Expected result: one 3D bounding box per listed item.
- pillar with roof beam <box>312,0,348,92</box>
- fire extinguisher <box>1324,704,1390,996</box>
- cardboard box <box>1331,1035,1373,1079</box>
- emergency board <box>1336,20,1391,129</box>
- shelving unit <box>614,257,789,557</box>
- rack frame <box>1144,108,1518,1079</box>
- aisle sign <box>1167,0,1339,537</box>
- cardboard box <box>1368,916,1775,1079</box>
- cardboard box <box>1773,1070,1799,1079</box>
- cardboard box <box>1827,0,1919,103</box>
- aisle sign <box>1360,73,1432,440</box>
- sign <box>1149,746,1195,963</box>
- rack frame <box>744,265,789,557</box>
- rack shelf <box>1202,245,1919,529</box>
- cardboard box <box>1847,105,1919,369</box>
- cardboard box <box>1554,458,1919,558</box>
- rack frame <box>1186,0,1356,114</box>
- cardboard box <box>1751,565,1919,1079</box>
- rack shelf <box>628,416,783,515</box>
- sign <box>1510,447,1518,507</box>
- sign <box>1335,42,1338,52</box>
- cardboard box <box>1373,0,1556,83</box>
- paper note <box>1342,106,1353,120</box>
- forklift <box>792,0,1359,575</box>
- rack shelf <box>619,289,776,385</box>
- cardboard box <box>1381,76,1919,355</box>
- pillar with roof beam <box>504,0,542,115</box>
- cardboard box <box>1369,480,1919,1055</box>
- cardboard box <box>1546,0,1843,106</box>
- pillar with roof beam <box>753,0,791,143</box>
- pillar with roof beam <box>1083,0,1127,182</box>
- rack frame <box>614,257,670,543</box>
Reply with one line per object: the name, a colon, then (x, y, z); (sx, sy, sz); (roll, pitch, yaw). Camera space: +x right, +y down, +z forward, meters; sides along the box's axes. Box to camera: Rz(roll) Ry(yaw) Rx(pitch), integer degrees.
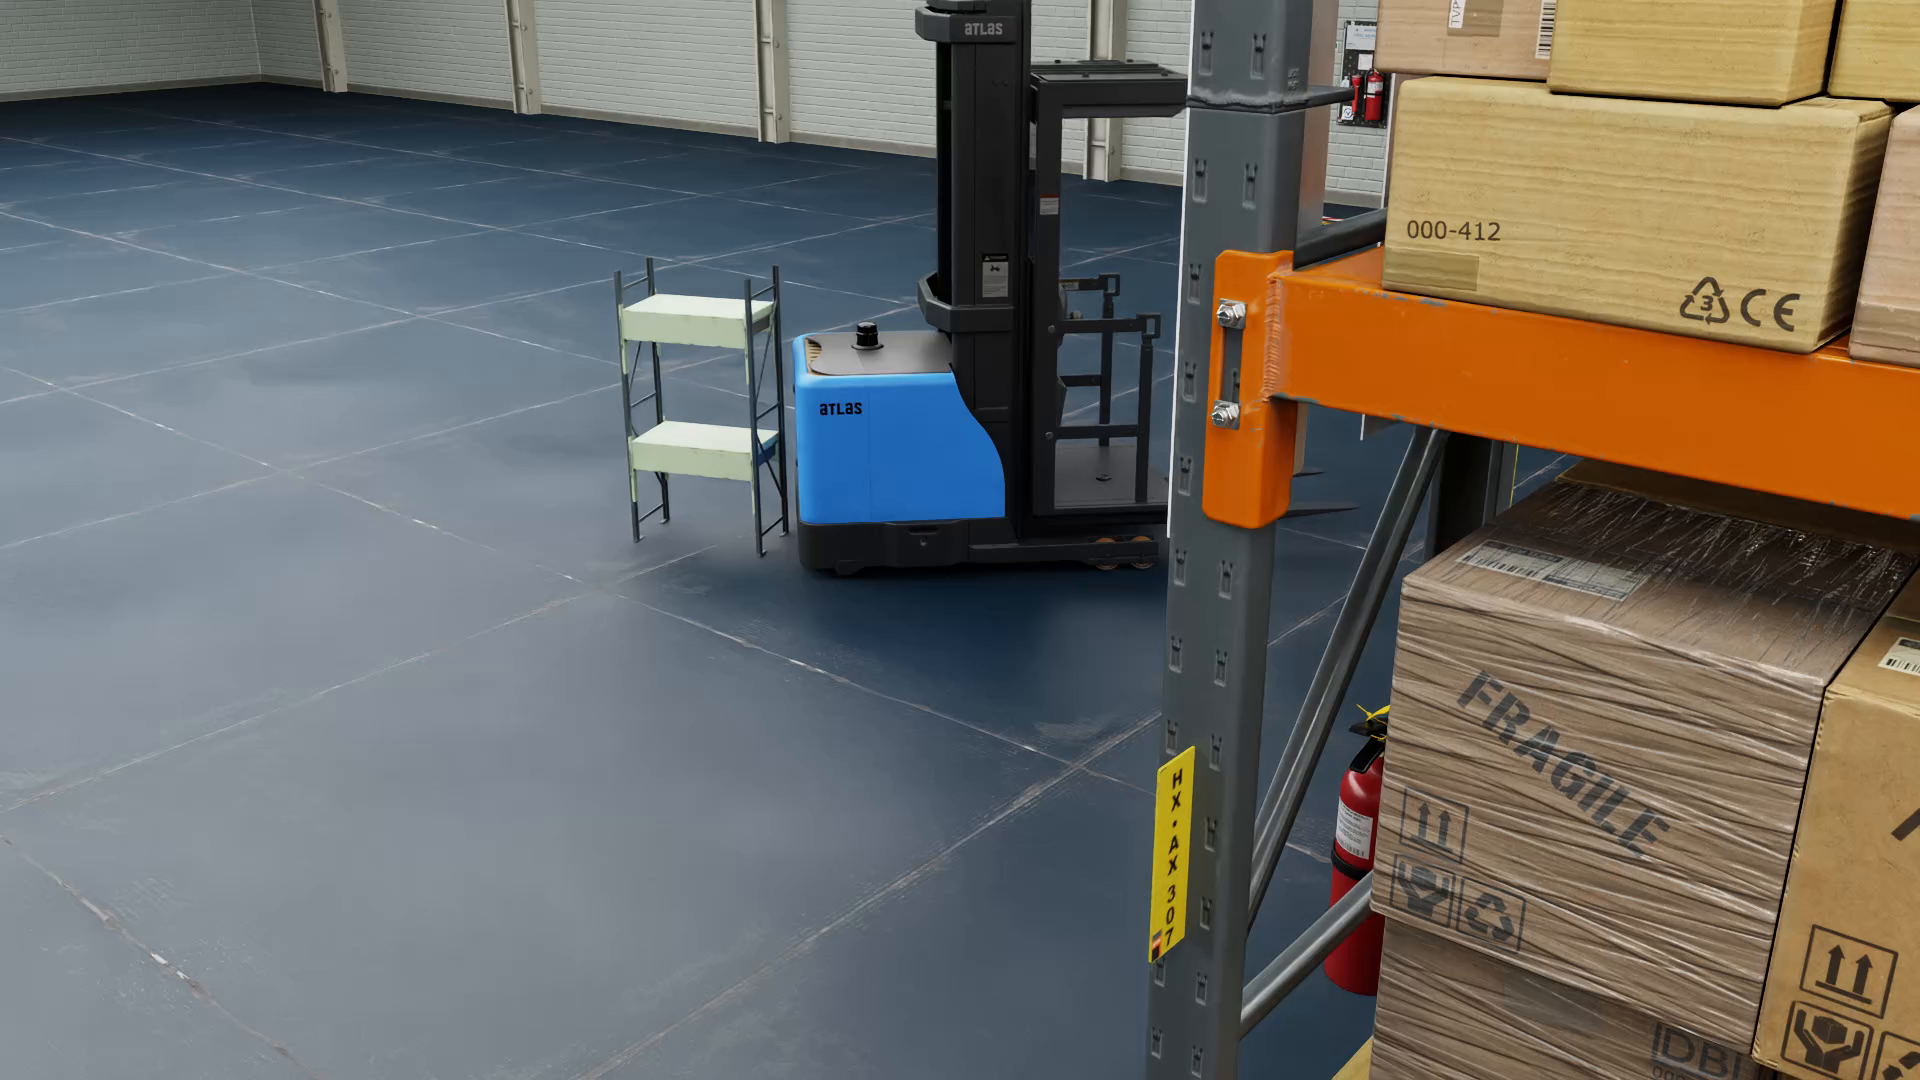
pillar with roof beam: (-14.821, -11.744, 27.556); (0.400, 9.000, 9.100); (16, 26, 36)
fire extinguisher: (0.860, 0.607, 3.417); (0.183, 0.674, 0.296); (16, 26, 36)
cardboard box: (0.727, 0.969, 2.705); (0.250, 0.149, 0.380); (16, 26, 36)
emergency board: (4.604, -5.321, 19.026); (0.643, 1.169, 0.194); (16, 26, 36)
shelving unit: (-1.375, -0.718, 8.946); (0.755, 1.500, 0.431); (6, 22, 16)
rack frame: (0.657, 0.722, 3.002); (0.127, 3.000, 1.000); (16, 26, 36)
aisle sign: (0.420, -0.426, 2.362); (0.004, 0.787, 0.394); (16, 26, 36)
cardboard box: (1.066, 0.666, 2.586); (0.500, 0.500, 0.875); (16, 26, 36)
cardboard box: (1.529, 0.745, 2.378); (0.500, 0.500, 0.875); (16, 26, 36)
cardboard box: (1.138, -0.566, 1.815); (0.250, 0.149, 0.380); (16, 26, 35)
aisle sign: (0.799, -0.590, 2.797); (0.004, 0.787, 0.394); (16, 26, 36)
sign: (0.314, 0.466, 2.456); (0.005, 0.325, 0.100); (16, 26, 36)
rack frame: (-1.025, -0.680, 8.846); (0.023, 1.500, 0.400); (6, 22, 16)
rack shelf: (2.207, 0.102, 1.416); (4.000, 0.370, 1.077); (16, 26, 36)
cardboard box: (1.271, -0.320, 1.726); (0.500, 0.250, 0.500); (15, 26, 35)
cardboard box: (1.240, 0.124, 2.609); (0.500, 0.500, 0.500); (16, 26, 36)
rack frame: (0.657, -2.085, 1.943); (0.127, 3.000, 1.000); (16, 26, 36)
cardboard box: (1.294, 0.379, 1.931); (0.500, 0.500, 0.500); (16, 26, 36)
rack shelf: (-1.375, -0.413, 9.061); (0.720, 0.370, 0.431); (6, 22, 16)
sign: (1.024, -0.115, 3.132); (0.005, 0.325, 0.100); (16, 26, 36)
sign: (4.238, -5.733, 19.319); (0.331, 0.109, 0.001); (16, 26, 36)
cardboard box: (0.724, -0.673, 2.098); (0.250, 0.149, 0.380); (16, 26, 36)
paper note: (4.510, -4.967, 19.336); (0.142, 0.148, 0.016); (16, 26, 36)
forklift: (0.623, -1.397, 8.718); (3.031, 2.935, 1.130); (-2, 21, -6)
rack shelf: (-1.375, -1.083, 8.808); (0.720, 0.370, 0.431); (6, 22, 16)
cardboard box: (0.867, -0.433, 2.027); (0.500, 0.250, 0.500); (17, 27, 38)
pillar with roof beam: (-10.173, -10.405, 24.007); (0.400, 9.000, 9.100); (16, 26, 36)
cardboard box: (0.911, 0.266, 2.232); (0.500, 0.500, 0.500); (16, 26, 36)
cardboard box: (0.864, -0.589, 1.875); (0.250, 0.149, 0.380); (17, 26, 37)
pillar with roof beam: (-5.525, -9.066, 20.457); (0.400, 9.000, 9.100); (16, 26, 36)
pillar with roof beam: (-0.876, -7.728, 16.907); (0.400, 9.000, 9.100); (16, 26, 36)
rack frame: (-1.724, -0.756, 9.046); (0.023, 1.500, 0.400); (6, 22, 16)
